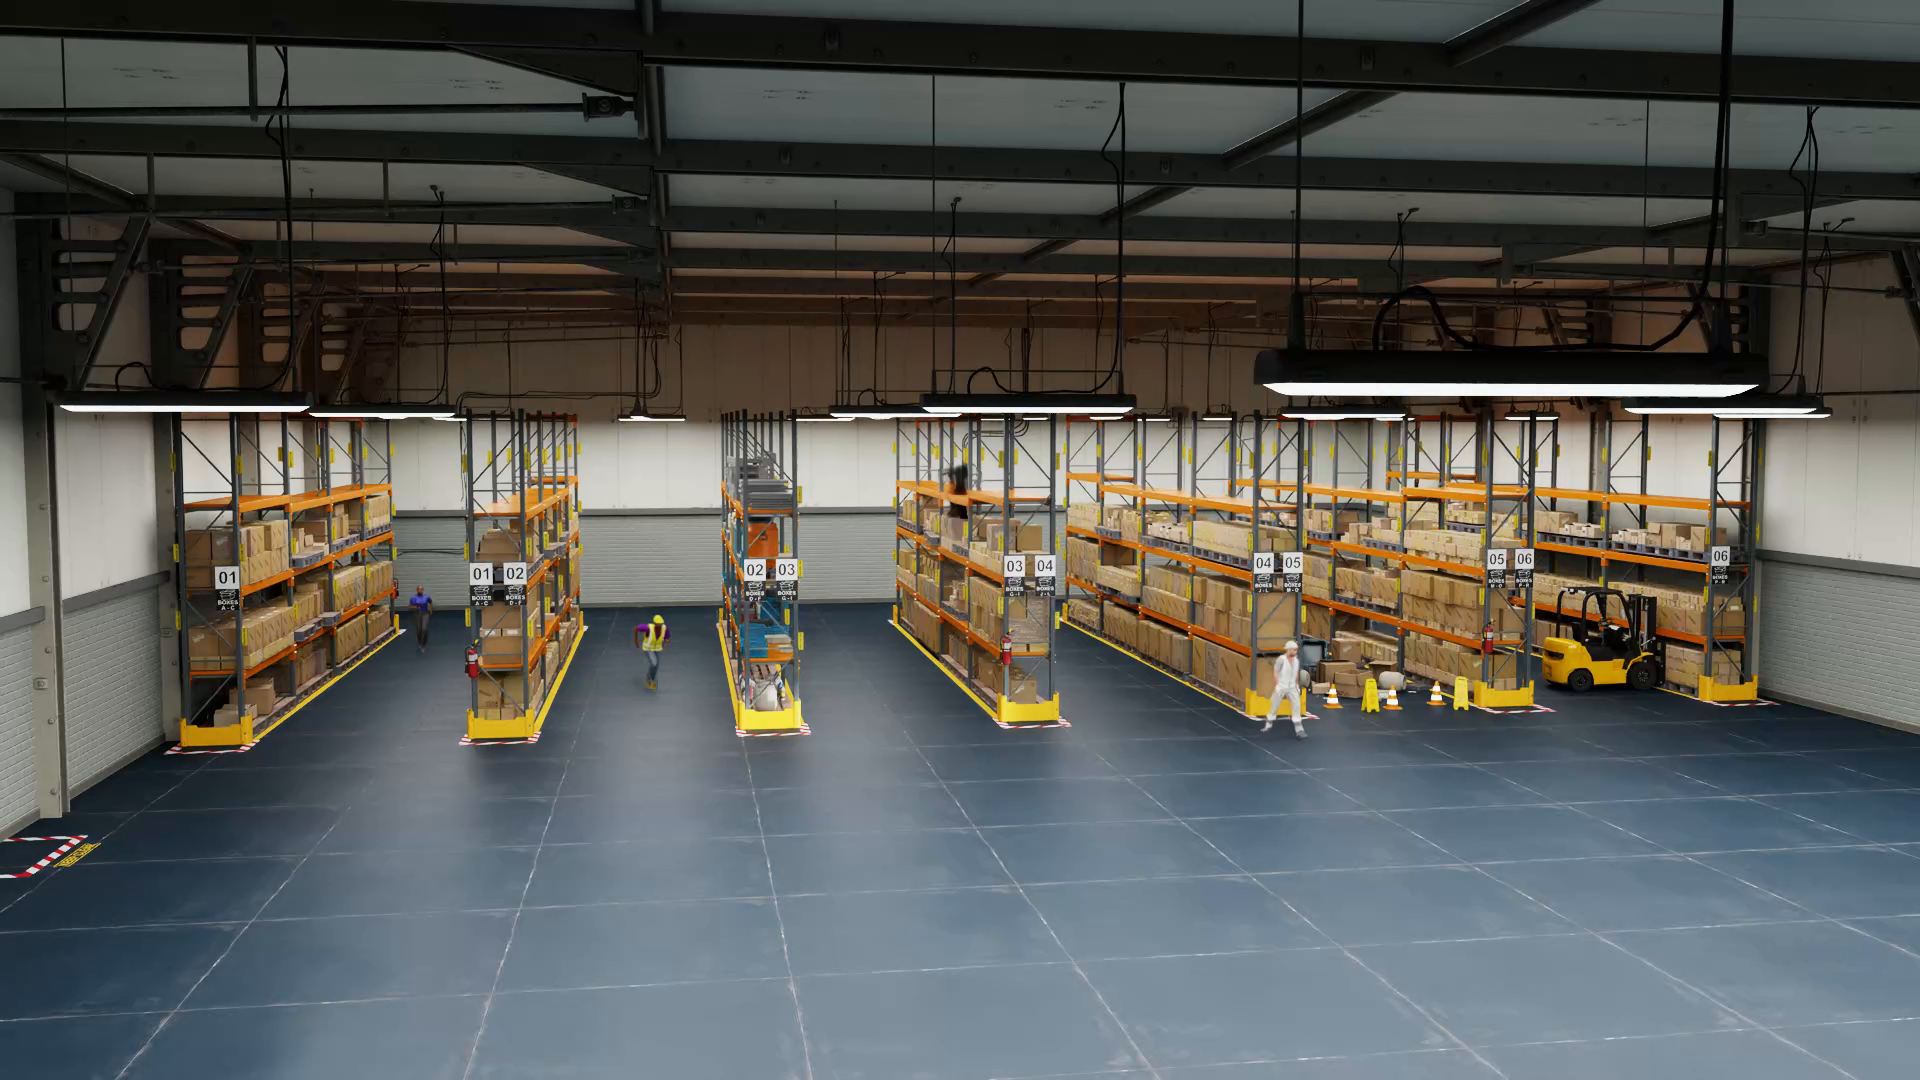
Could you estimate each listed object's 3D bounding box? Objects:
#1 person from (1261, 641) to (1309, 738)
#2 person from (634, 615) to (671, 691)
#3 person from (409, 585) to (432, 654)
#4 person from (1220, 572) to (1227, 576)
[{"bbox_3d":[5.996,2.715,30.517,0.694,1.737,0.899,-2,4,-25],"label":"person"},{"bbox_3d":[-6.634,2.427,35.815,0.754,1.671,0.966,-2,5,-30],"label":"person"},{"bbox_3d":[-13.545,1.974,41.788,0.529,1.705,0.862,-1,4,-12],"label":"person"},{"bbox_3d":[8.436,1.136,52.544,1.066,1.768,0.707,-2,5,-28],"label":"person"}]
